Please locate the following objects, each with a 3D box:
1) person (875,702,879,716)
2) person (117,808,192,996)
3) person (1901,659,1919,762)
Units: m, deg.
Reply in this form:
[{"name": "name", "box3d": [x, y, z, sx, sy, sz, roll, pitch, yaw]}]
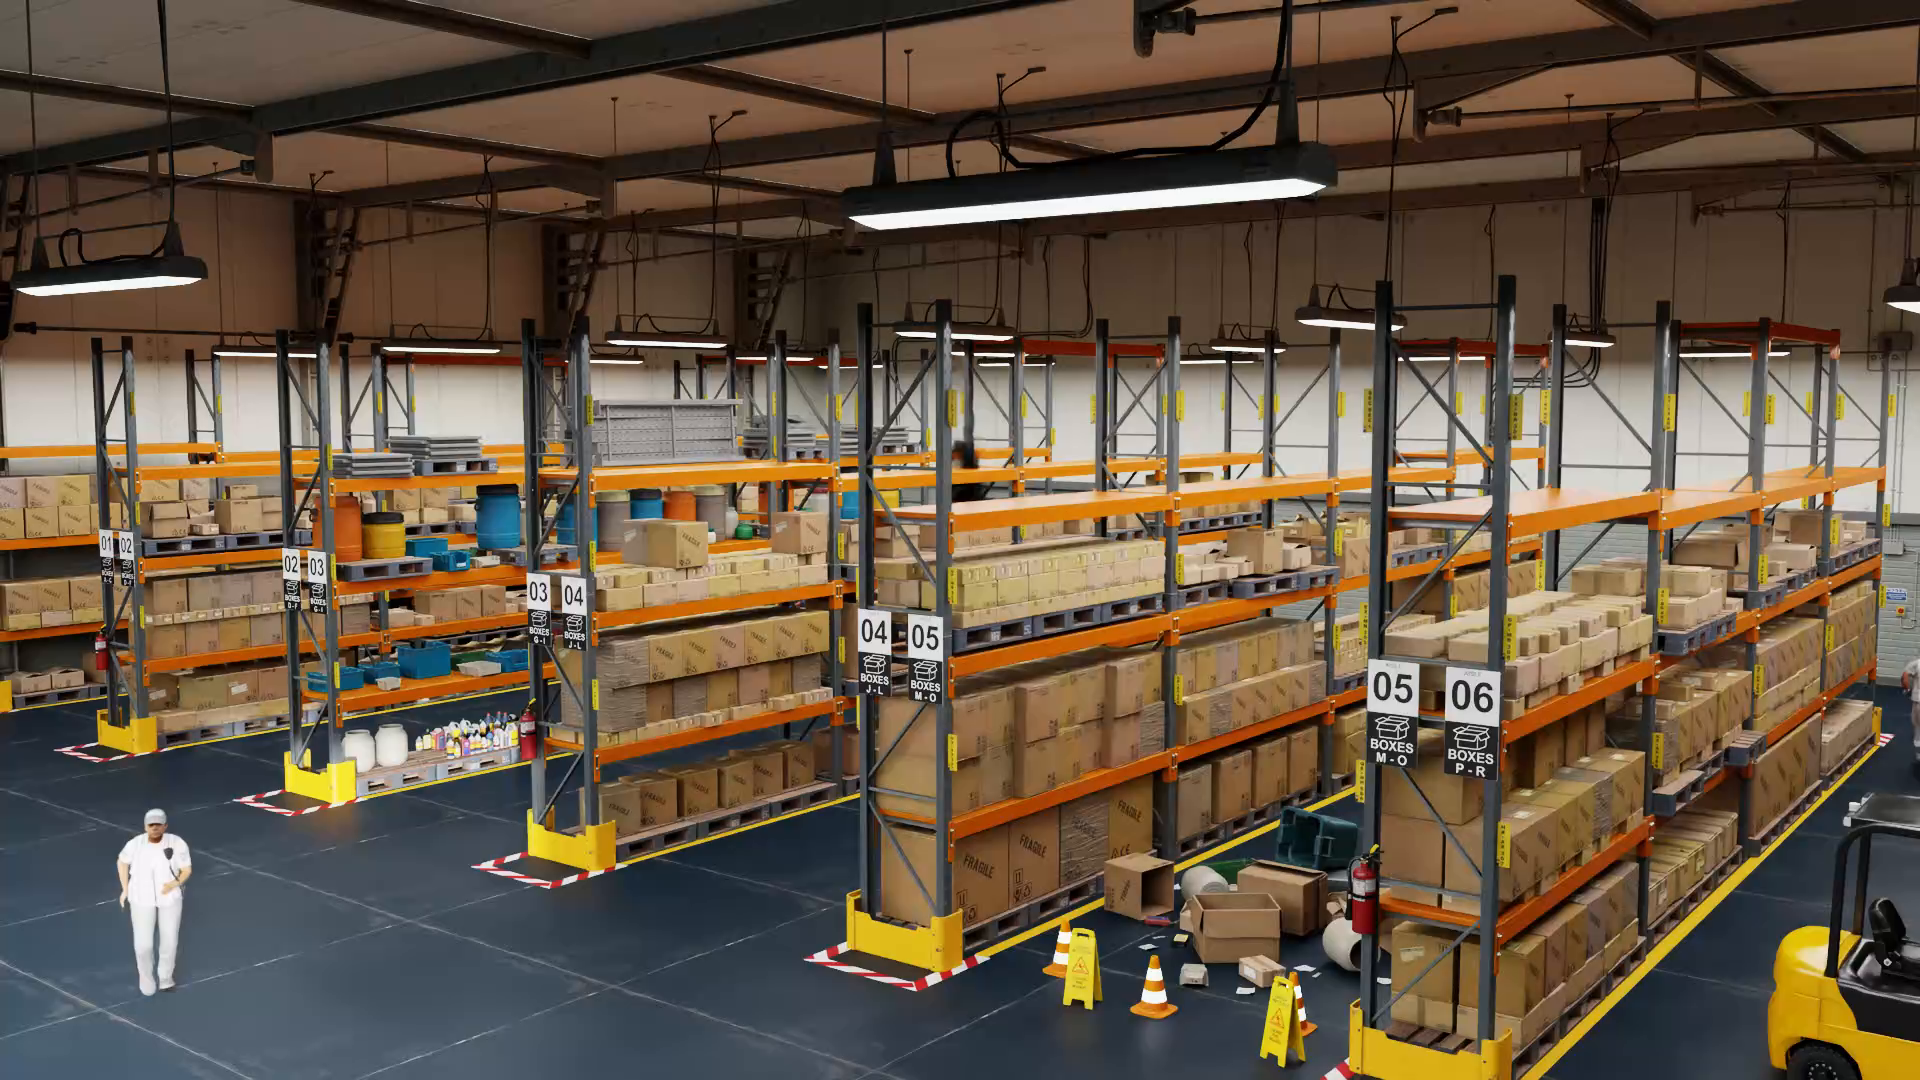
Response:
[{"name": "person", "box3d": [-1.282, 1.857, 24.715, 0.657, 1.760, 0.566, 3, 6, 30]}, {"name": "person", "box3d": [-6.887, 3.103, 14.242, 0.572, 1.631, 0.721, -2, 6, -26]}, {"name": "person", "box3d": [13.322, 2.254, 22.892, 0.654, 1.783, 0.988, 3, 6, 31]}]
